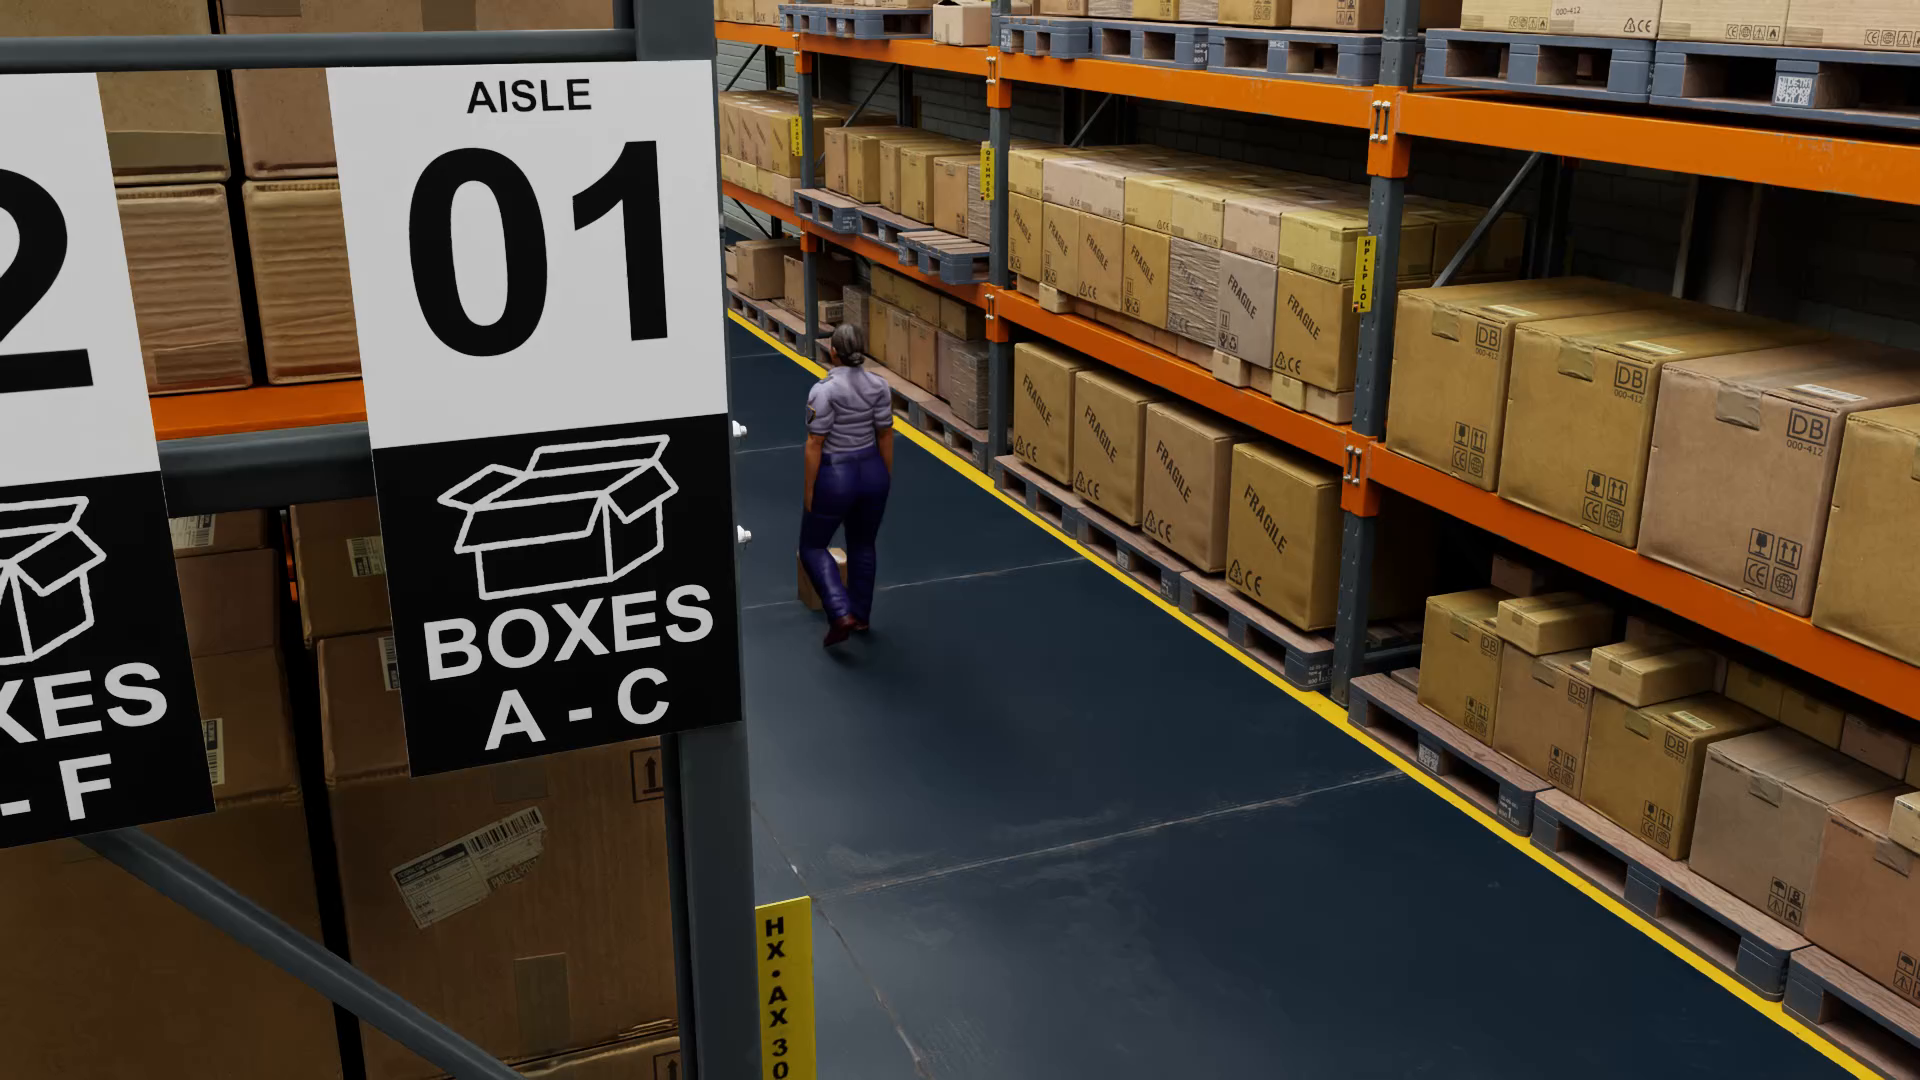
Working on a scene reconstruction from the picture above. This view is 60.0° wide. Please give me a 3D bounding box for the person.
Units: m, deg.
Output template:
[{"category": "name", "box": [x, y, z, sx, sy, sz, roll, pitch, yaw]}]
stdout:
[{"category": "person", "box": [-0.562, -0.282, 8.372, 0.491, 1.641, 0.604, -12, 22, -31]}]
